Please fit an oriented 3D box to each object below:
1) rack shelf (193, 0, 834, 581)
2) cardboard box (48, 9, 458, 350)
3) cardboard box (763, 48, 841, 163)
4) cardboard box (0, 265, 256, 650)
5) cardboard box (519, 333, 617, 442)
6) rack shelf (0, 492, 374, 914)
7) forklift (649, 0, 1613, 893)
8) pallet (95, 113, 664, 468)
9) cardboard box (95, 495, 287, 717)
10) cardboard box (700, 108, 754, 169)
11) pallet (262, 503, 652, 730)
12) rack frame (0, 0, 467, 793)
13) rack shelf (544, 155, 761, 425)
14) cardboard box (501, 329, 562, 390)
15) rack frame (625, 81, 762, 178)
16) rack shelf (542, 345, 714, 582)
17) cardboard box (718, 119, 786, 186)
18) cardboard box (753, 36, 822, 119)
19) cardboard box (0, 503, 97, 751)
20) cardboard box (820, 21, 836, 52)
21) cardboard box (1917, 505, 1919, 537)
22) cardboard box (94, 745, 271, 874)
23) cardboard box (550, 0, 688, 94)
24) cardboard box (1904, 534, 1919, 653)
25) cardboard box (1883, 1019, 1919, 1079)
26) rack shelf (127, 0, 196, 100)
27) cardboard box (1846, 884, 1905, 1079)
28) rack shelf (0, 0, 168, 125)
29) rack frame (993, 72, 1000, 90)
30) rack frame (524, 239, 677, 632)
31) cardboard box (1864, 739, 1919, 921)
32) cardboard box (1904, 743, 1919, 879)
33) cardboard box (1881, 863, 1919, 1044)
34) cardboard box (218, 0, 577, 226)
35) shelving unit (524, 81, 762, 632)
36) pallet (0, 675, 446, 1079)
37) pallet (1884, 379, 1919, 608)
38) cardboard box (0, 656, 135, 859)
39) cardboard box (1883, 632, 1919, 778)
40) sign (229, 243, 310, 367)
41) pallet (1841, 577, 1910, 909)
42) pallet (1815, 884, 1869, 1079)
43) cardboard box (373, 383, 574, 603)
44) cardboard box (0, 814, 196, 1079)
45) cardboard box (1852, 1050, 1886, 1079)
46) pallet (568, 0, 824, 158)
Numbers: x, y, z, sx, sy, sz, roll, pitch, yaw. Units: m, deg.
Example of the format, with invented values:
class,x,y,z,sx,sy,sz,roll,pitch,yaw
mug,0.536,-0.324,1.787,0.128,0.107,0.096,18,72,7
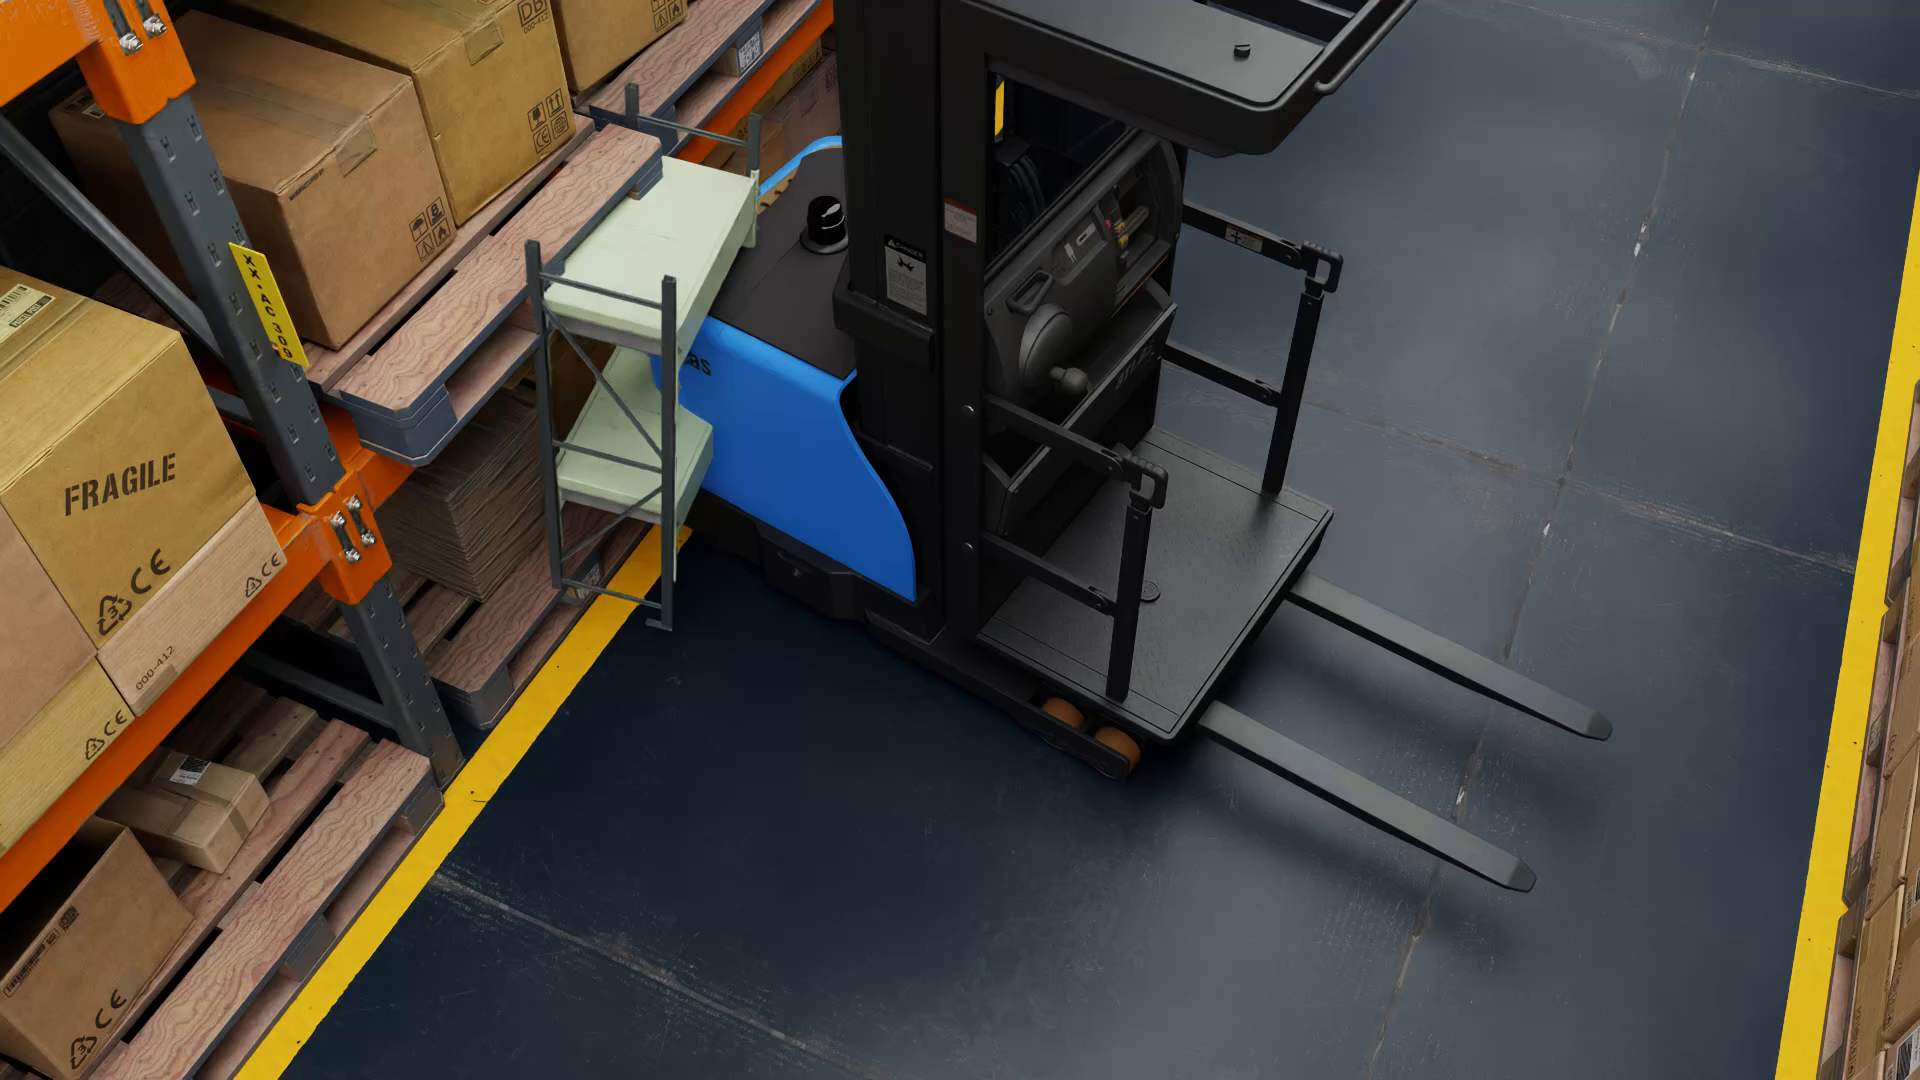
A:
class,x,y,z,sx,sy,sz,roll,pitch,yaw
rack shelf,-1.155,-1.547,5.569,1.077,0.370,4.000,20,52,16
cardboard box,-1.761,-0.917,4.206,0.700,0.500,0.500,20,52,16
cardboard box,-0.886,-1.660,6.545,0.700,0.500,0.500,20,52,16
cardboard box,-1.931,-0.177,3.524,0.500,0.500,0.500,20,52,16
cardboard box,-1.534,-0.620,5.660,0.700,0.500,0.500,19,52,15
rack shelf,-2.864,1.208,3.225,1.077,0.370,4.000,20,52,16
forklift,0.518,-0.682,4.406,3.031,2.935,1.130,27,55,21
pallet,-1.551,-0.819,4.604,1.003,0.211,1.213,20,52,16
cardboard box,-1.937,0.064,3.811,0.500,0.250,0.500,20,52,16
cardboard box,-1.076,-1.492,5.910,0.500,0.250,0.500,20,52,16
pallet,-1.678,-0.036,5.642,1.003,0.211,1.213,20,52,16
rack frame,-2.009,-0.403,4.123,1.000,3.000,0.127,20,52,16
rack shelf,-0.887,-0.753,4.759,0.431,0.370,0.720,15,50,2
cardboard box,-1.525,-0.795,5.317,0.500,0.250,0.500,19,52,15
rack frame,-0.859,-0.772,5.293,0.400,1.500,0.023,15,50,2
rack shelf,-0.985,-0.299,5.305,0.431,0.370,0.720,15,50,2
cardboard box,-1.073,-1.309,6.246,0.700,0.500,0.500,20,52,16
cardboard box,-0.861,-1.848,6.213,0.500,0.250,0.500,21,53,17
cardboard box,-2.139,0.168,3.230,0.500,0.500,0.500,20,52,16
cardboard box,-0.561,-1.977,6.815,0.700,0.500,0.500,20,53,17
cardboard box,3.477,-0.181,5.464,0.500,0.250,0.500,18,52,15
cardboard box,-2.211,0.751,4.713,0.380,0.166,0.250,14,51,11
cardboard box,-1.263,-1.763,4.926,0.700,0.500,0.500,27,55,21
cardboard box,3.260,0.179,5.158,0.500,0.250,0.500,19,52,15
cardboard box,2.385,1.408,3.744,0.500,0.311,0.500,20,52,16
rack shelf,-1.155,-2.519,4.427,1.077,0.370,4.000,20,52,16
cardboard box,2.604,1.234,4.260,0.500,0.250,0.500,19,52,16
rack shelf,-2.864,0.236,2.083,1.077,0.370,4.000,20,52,16
rack frame,-0.300,-3.157,6.467,1.000,3.000,0.127,20,52,16
rack frame,-1.021,-0.238,4.819,0.400,1.500,0.023,15,50,2
cardboard box,2.822,0.882,4.560,0.500,0.250,0.500,21,53,17
cardboard box,2.817,0.704,4.342,0.500,0.311,0.500,20,52,16
cardboard box,2.602,1.047,4.051,0.500,0.311,0.500,21,53,17
cardboard box,-1.516,-1.299,4.532,0.700,0.500,0.500,25,54,20
shelving unit,-0.940,-0.505,5.056,0.431,1.500,0.755,15,50,2
pallet,-2.264,0.975,4.782,1.003,0.211,1.213,20,52,16
pallet,3.793,-0.090,5.688,1.003,0.211,1.213,20,52,16
cardboard box,-2.158,0.405,3.521,0.500,0.250,0.500,20,52,16
cardboard box,3.041,0.532,4.858,0.500,0.250,0.500,21,53,17
sign,-1.515,-0.512,3.648,0.100,0.325,0.005,20,52,16
pallet,3.271,0.747,4.976,1.003,0.211,1.213,20,52,16
pallet,2.751,1.590,4.258,1.003,0.211,1.213,20,52,16
cardboard box,-1.710,-0.247,5.343,0.700,0.500,0.500,21,53,17
cardboard box,-2.416,0.993,4.288,0.500,0.500,0.500,16,52,13
cardboard box,2.386,1.582,3.964,0.500,0.250,0.500,19,52,16
pallet,-1.109,-1.718,5.369,1.003,0.211,1.213,20,52,16
